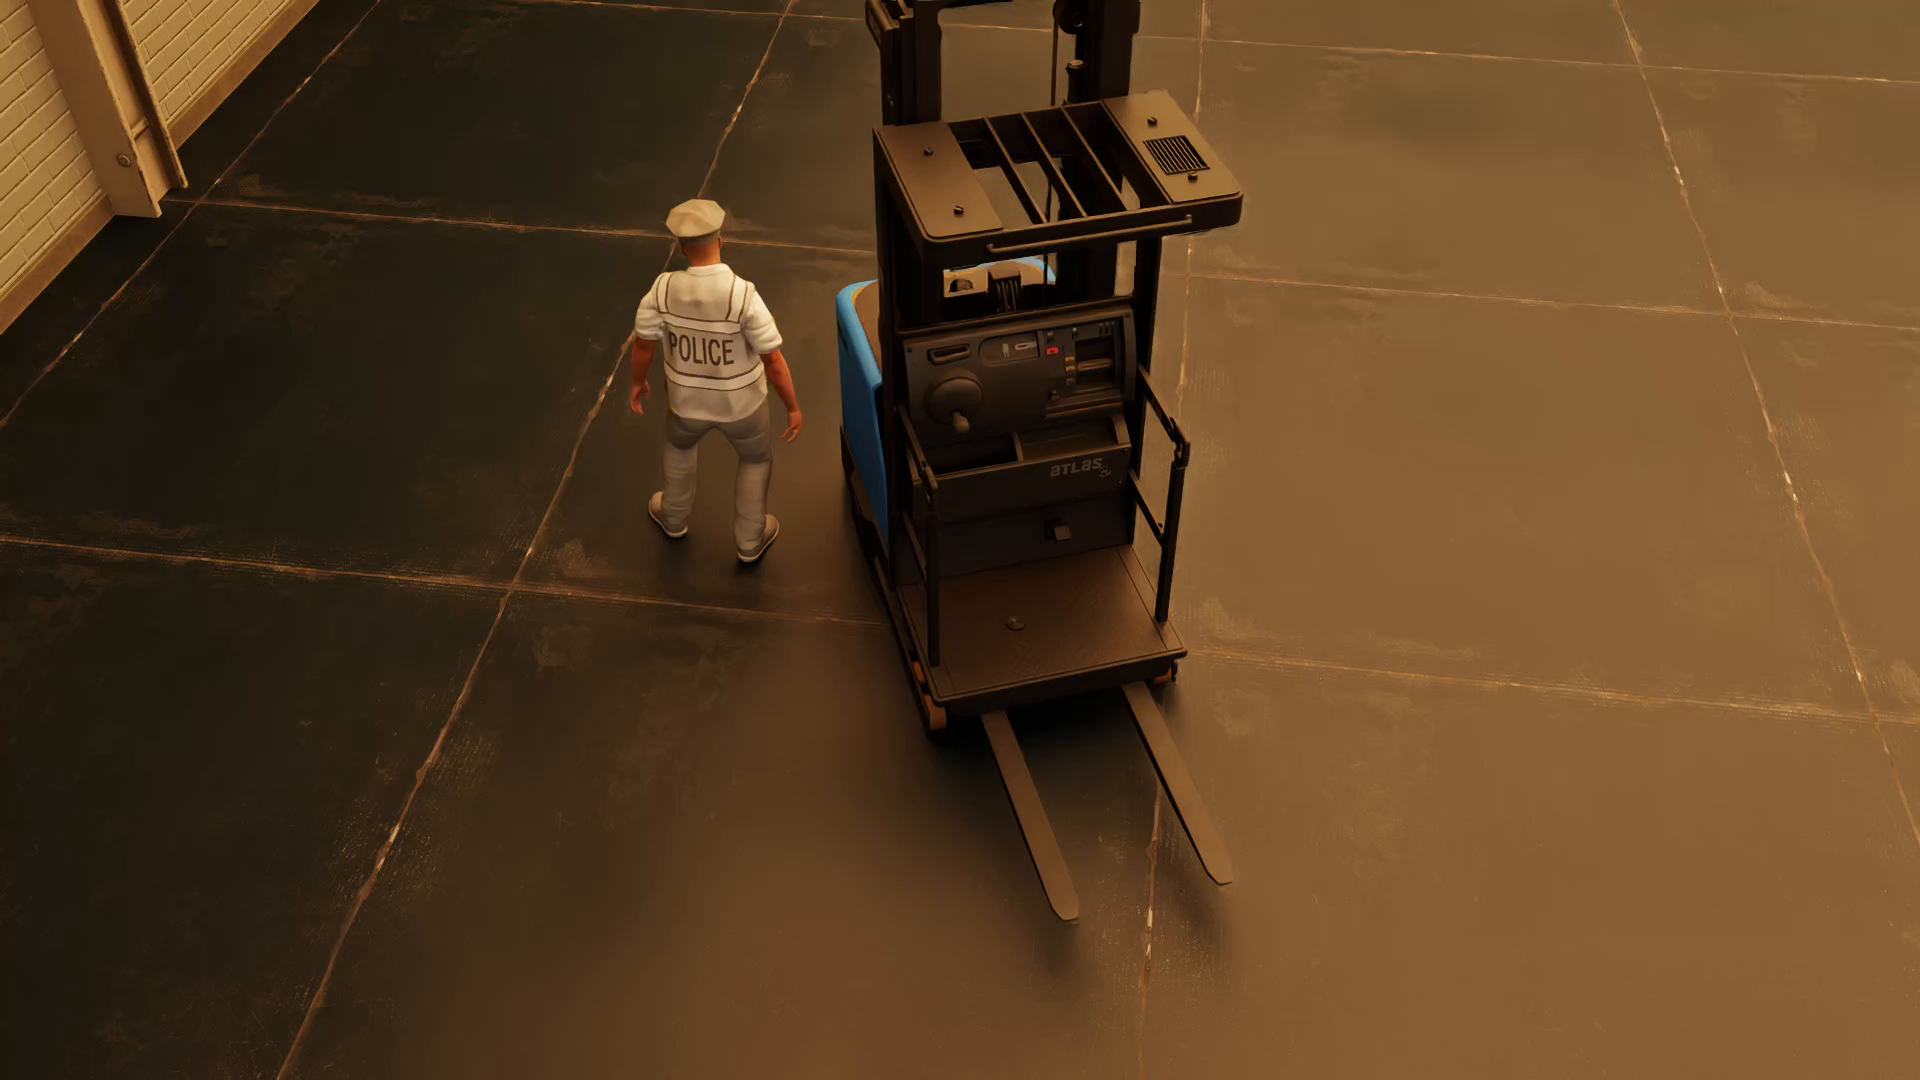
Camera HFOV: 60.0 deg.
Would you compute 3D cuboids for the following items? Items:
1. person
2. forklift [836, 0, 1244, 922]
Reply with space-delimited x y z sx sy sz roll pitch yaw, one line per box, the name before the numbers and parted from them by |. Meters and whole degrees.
person | -1.099 -0.663 7.348 0.858 1.722 0.404 6 43 7
forklift | 0.298 -0.574 6.349 1.130 2.935 3.031 -10 44 -11
